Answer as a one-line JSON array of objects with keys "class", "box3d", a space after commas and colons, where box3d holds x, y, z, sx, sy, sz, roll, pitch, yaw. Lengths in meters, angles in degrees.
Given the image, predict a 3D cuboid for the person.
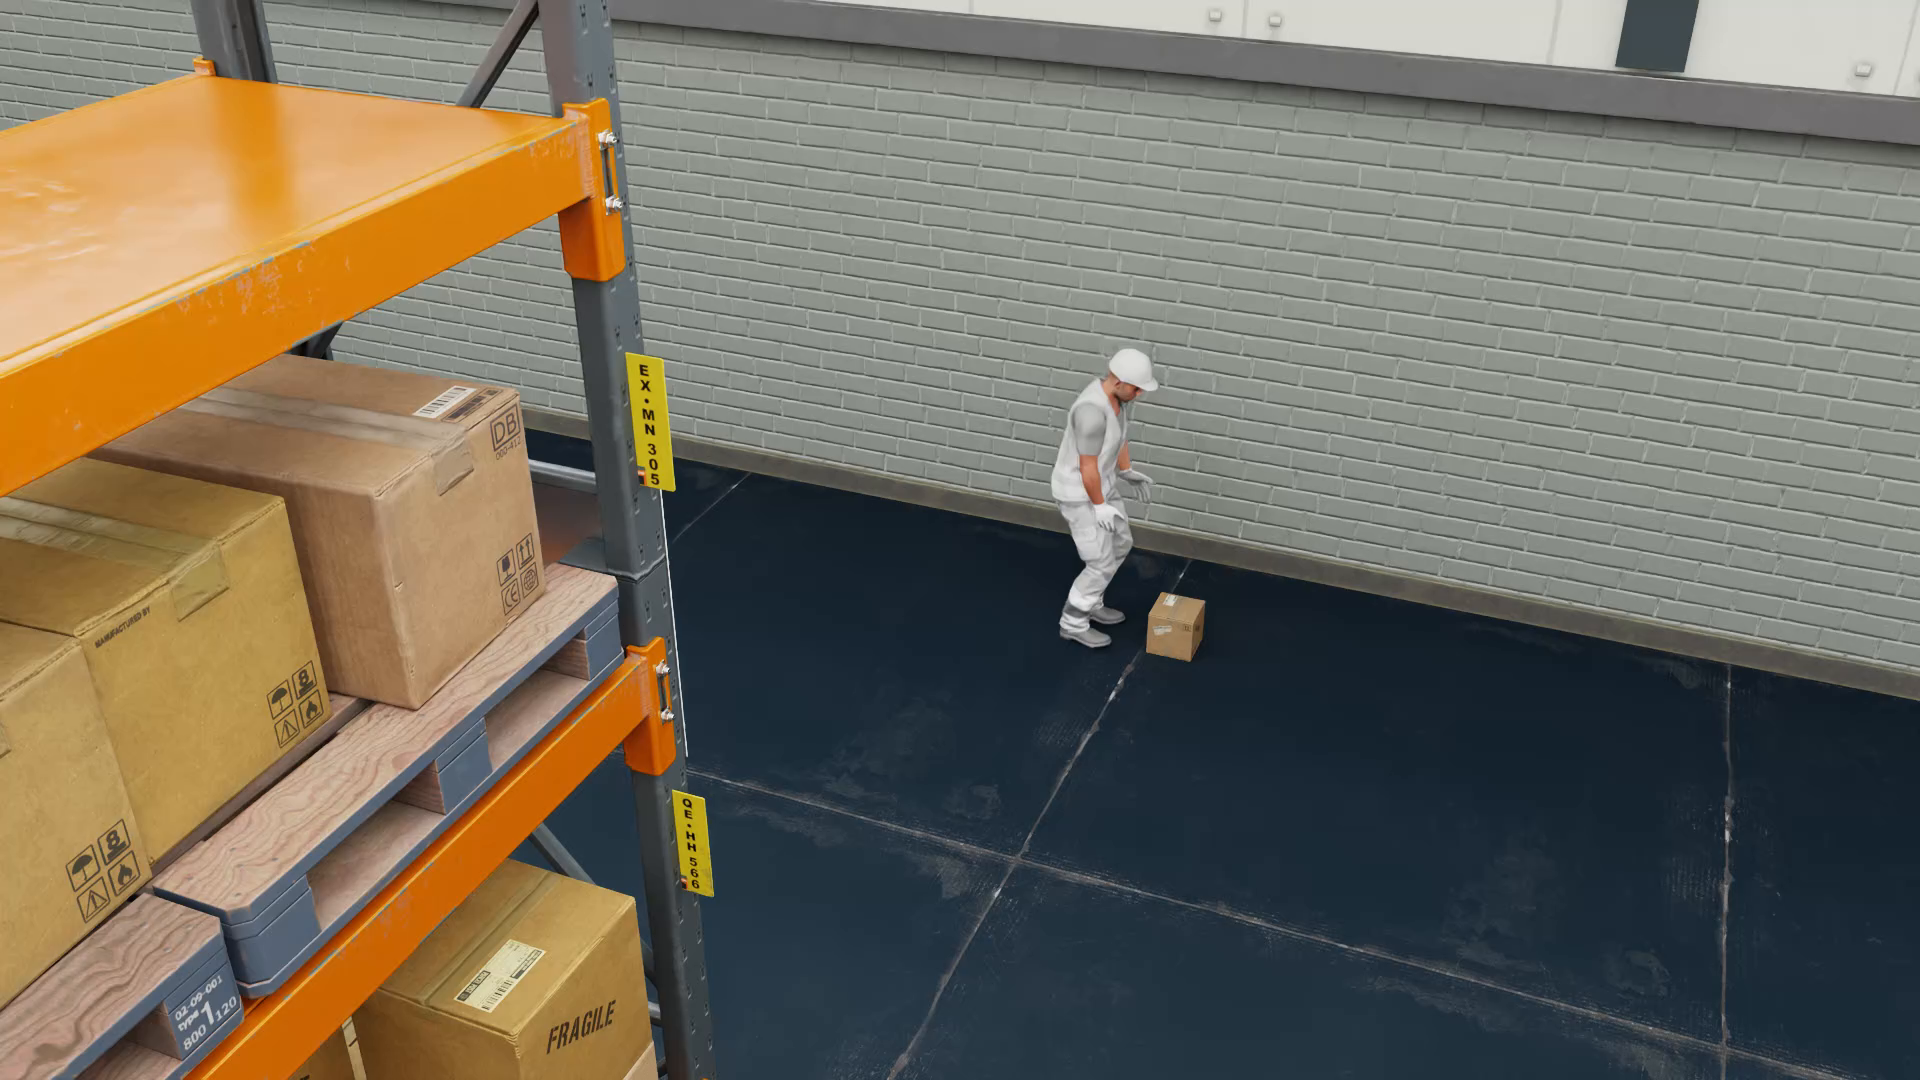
[{"class": "person", "box3d": [0.770, -0.253, 8.921, 0.517, 1.698, 0.554, 12, 32, 20]}]
